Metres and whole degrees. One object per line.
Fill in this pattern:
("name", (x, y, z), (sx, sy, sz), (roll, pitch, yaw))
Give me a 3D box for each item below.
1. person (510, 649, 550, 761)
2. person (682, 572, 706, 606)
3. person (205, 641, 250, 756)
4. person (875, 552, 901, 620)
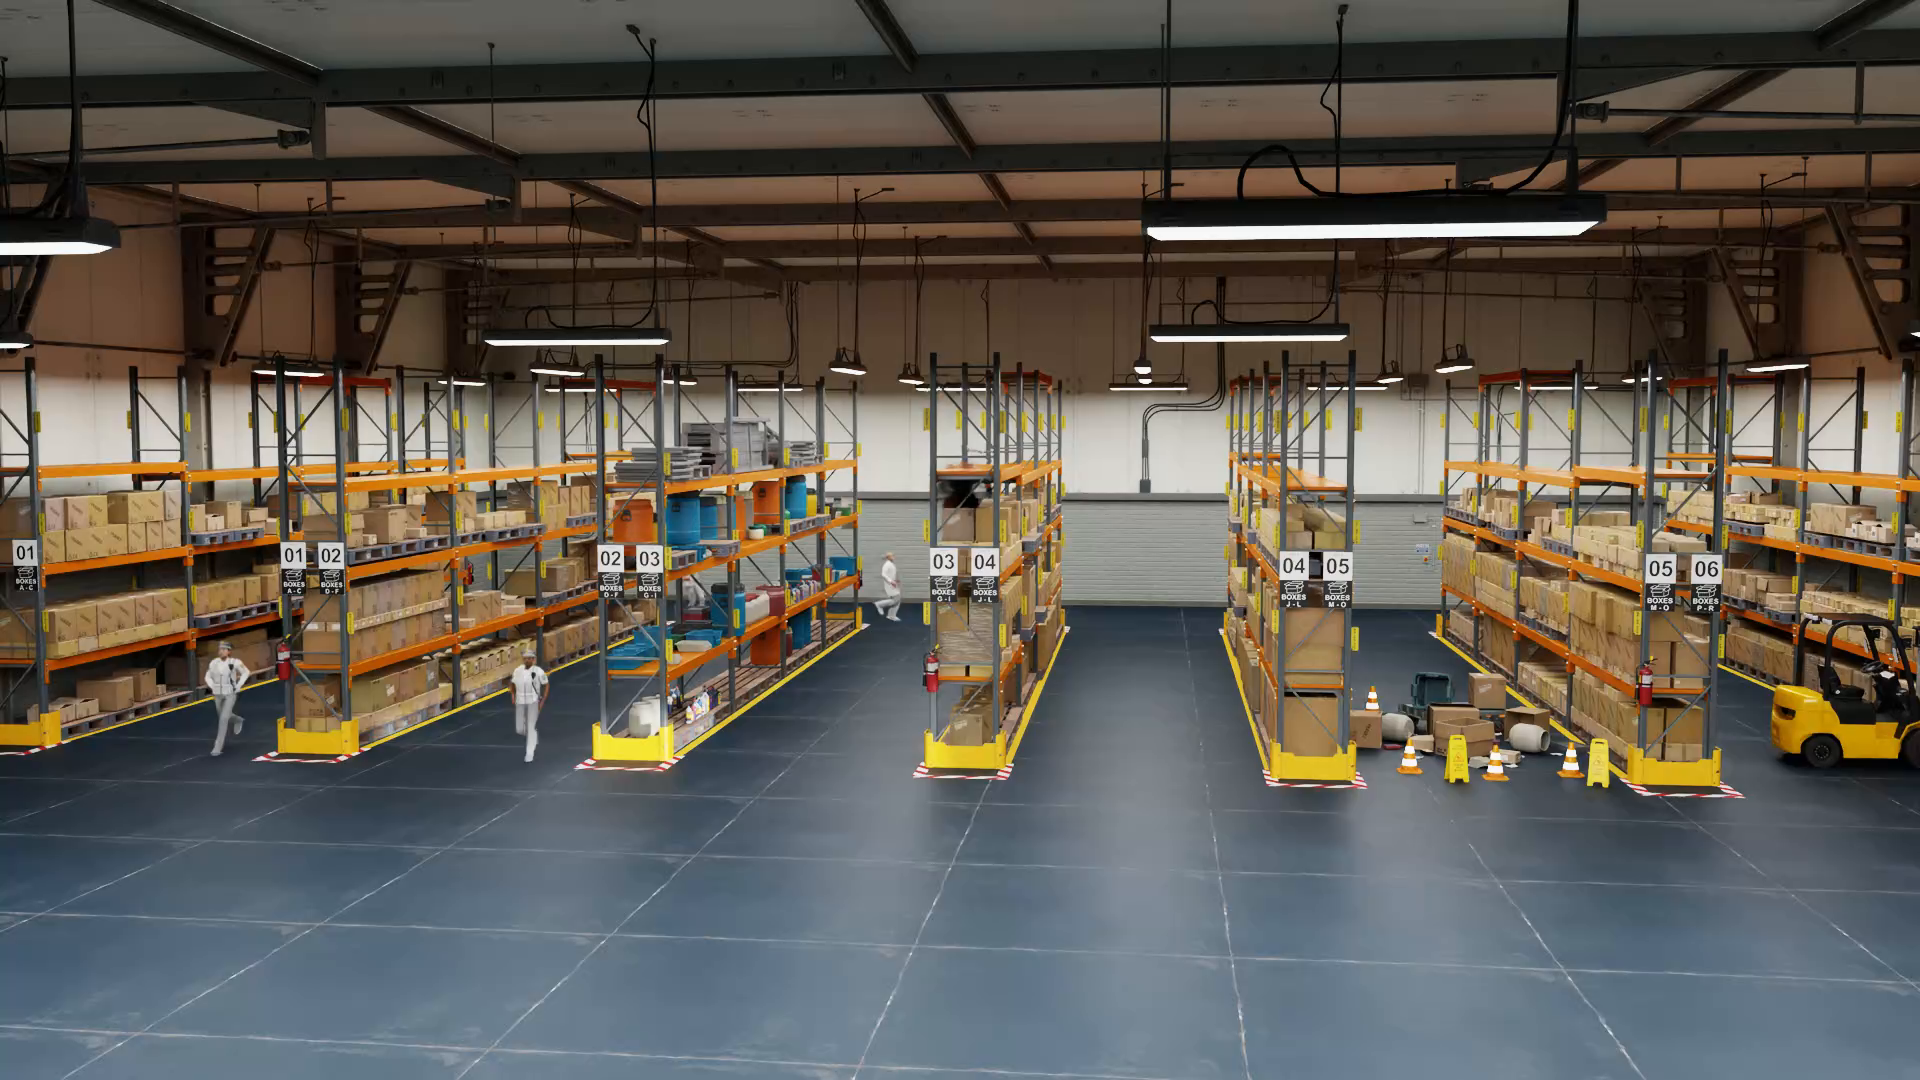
("person", (-6.423, 2.433, 24.793), (0.610, 1.670, 0.523), (0, 4, 5))
("person", (-6.676, 1.168, 41.552), (0.672, 1.780, 0.823), (-3, 5, -39))
("person", (-11.246, 2.370, 25.464), (0.589, 1.693, 1.094), (0, 4, 5))
("person", (-1.813, 1.176, 42.133), (0.653, 1.752, 0.724), (1, 4, 10))
